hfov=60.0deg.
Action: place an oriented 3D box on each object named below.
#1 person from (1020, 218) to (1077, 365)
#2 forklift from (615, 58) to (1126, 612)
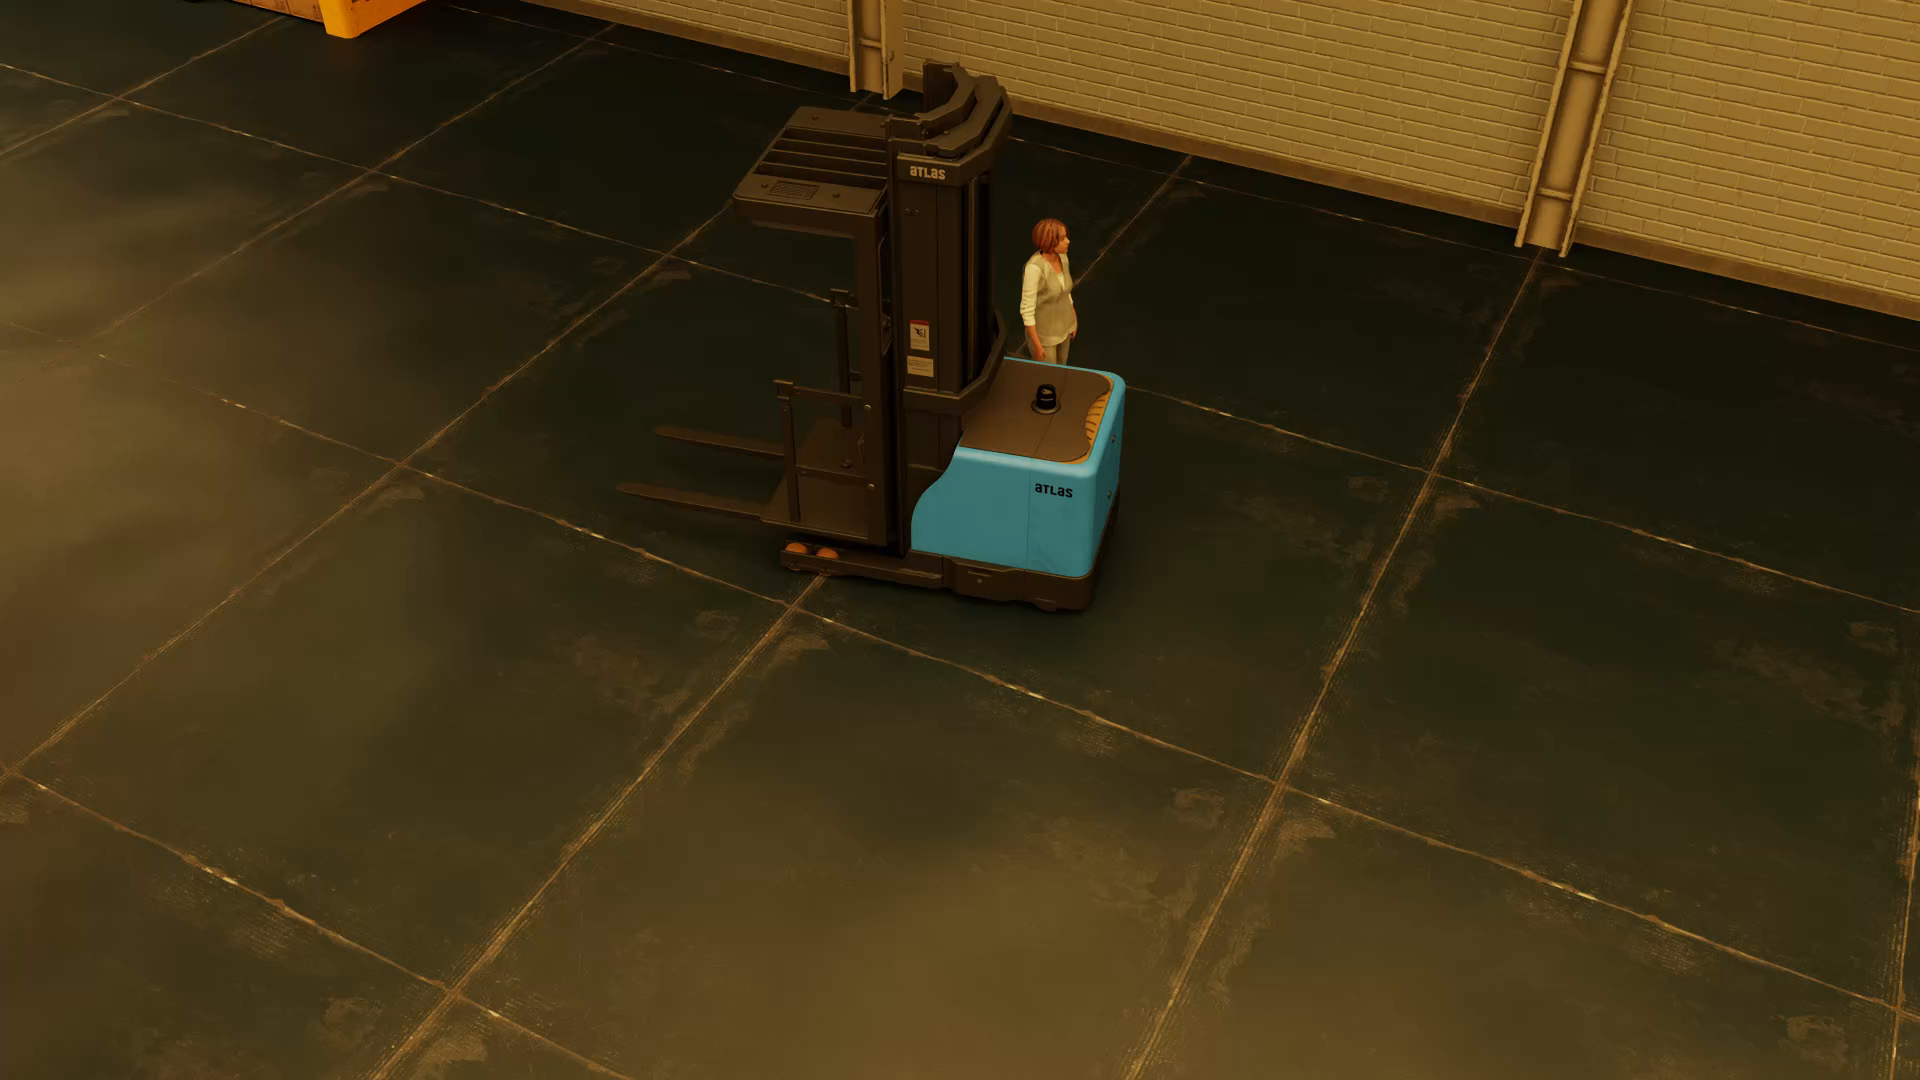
[{"bbox_3d":[0.630,-1.268,10.517,0.475,1.597,0.521,22,45,24],"label":"person"},{"bbox_3d":[-0.590,-1.223,9.439,3.031,2.935,1.130,10,41,11],"label":"forklift"}]
